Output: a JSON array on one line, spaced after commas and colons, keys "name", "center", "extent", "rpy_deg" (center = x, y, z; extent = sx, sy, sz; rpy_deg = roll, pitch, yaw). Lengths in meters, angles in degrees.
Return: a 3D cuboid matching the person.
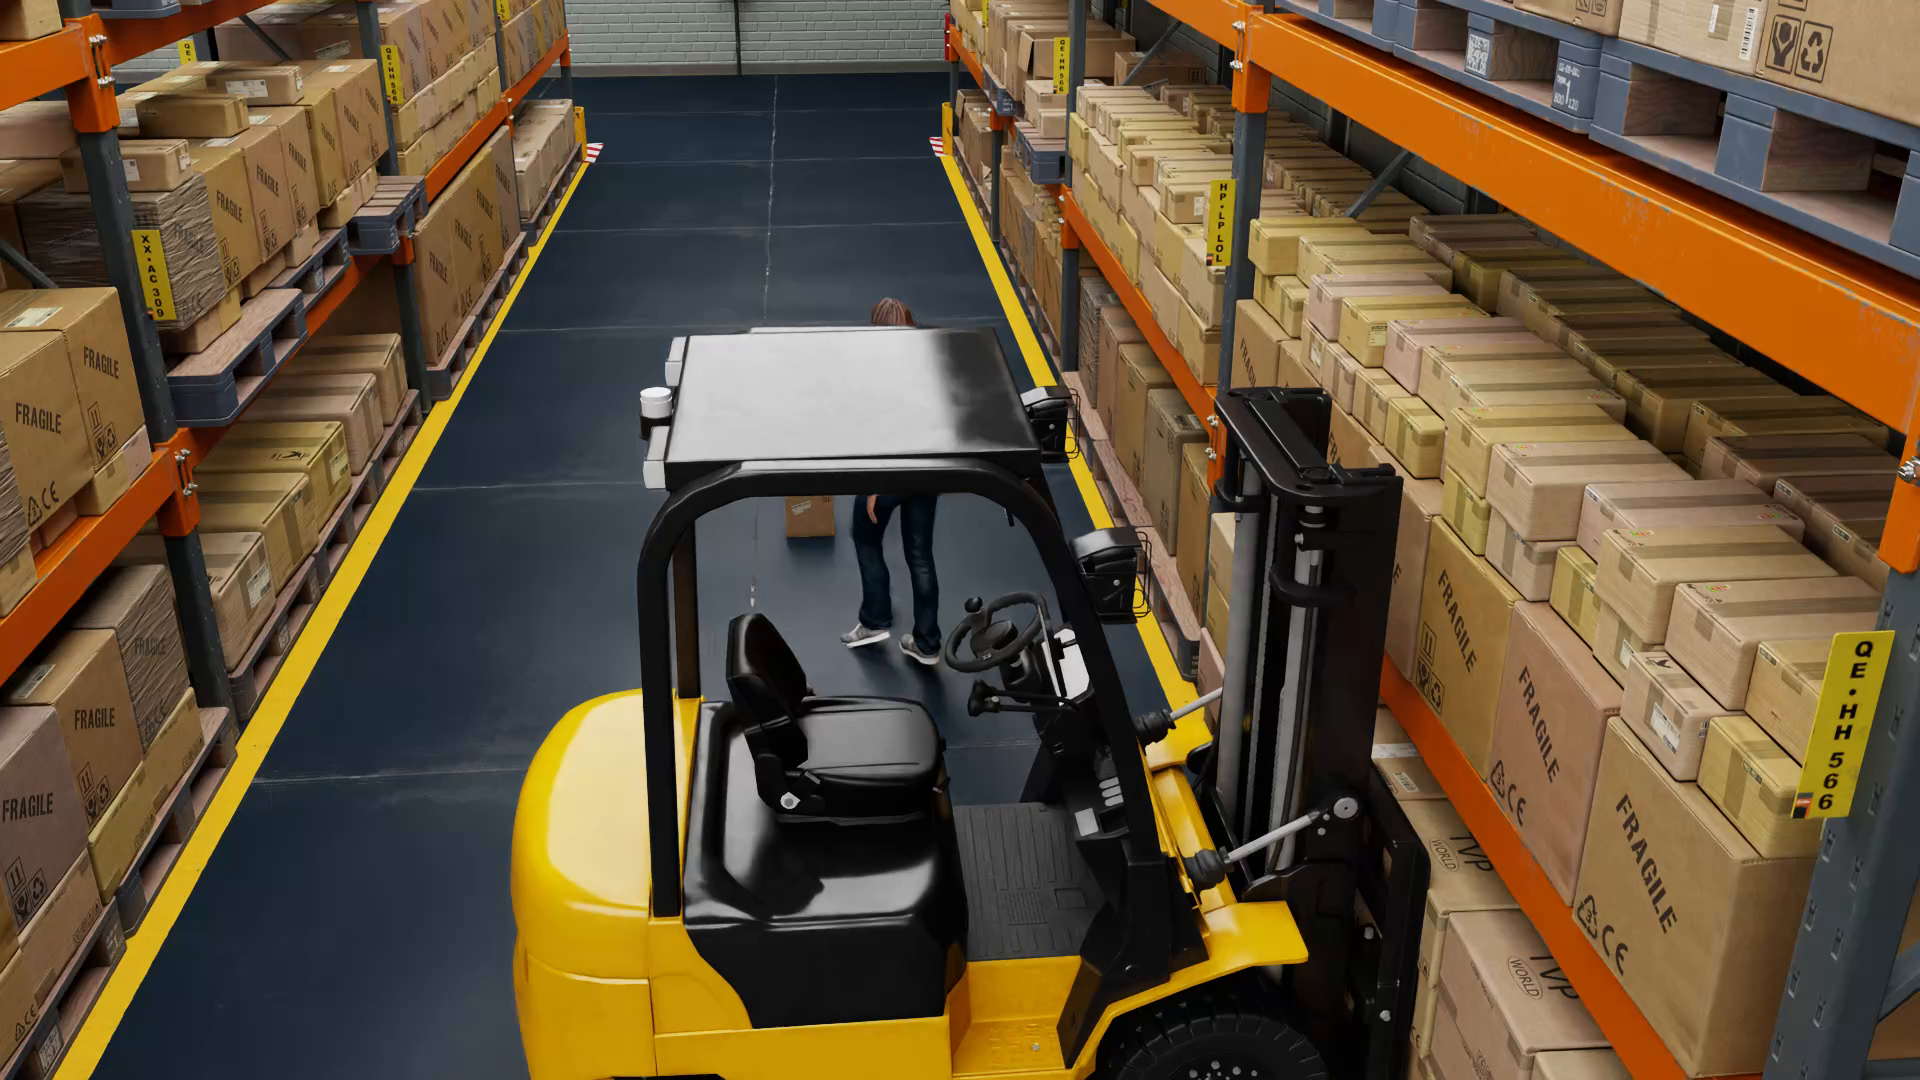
[{"name": "person", "center": [-0.240, -0.219, 7.132], "extent": [0.441, 1.625, 0.554], "rpy_deg": [-15, 28, -30]}]
